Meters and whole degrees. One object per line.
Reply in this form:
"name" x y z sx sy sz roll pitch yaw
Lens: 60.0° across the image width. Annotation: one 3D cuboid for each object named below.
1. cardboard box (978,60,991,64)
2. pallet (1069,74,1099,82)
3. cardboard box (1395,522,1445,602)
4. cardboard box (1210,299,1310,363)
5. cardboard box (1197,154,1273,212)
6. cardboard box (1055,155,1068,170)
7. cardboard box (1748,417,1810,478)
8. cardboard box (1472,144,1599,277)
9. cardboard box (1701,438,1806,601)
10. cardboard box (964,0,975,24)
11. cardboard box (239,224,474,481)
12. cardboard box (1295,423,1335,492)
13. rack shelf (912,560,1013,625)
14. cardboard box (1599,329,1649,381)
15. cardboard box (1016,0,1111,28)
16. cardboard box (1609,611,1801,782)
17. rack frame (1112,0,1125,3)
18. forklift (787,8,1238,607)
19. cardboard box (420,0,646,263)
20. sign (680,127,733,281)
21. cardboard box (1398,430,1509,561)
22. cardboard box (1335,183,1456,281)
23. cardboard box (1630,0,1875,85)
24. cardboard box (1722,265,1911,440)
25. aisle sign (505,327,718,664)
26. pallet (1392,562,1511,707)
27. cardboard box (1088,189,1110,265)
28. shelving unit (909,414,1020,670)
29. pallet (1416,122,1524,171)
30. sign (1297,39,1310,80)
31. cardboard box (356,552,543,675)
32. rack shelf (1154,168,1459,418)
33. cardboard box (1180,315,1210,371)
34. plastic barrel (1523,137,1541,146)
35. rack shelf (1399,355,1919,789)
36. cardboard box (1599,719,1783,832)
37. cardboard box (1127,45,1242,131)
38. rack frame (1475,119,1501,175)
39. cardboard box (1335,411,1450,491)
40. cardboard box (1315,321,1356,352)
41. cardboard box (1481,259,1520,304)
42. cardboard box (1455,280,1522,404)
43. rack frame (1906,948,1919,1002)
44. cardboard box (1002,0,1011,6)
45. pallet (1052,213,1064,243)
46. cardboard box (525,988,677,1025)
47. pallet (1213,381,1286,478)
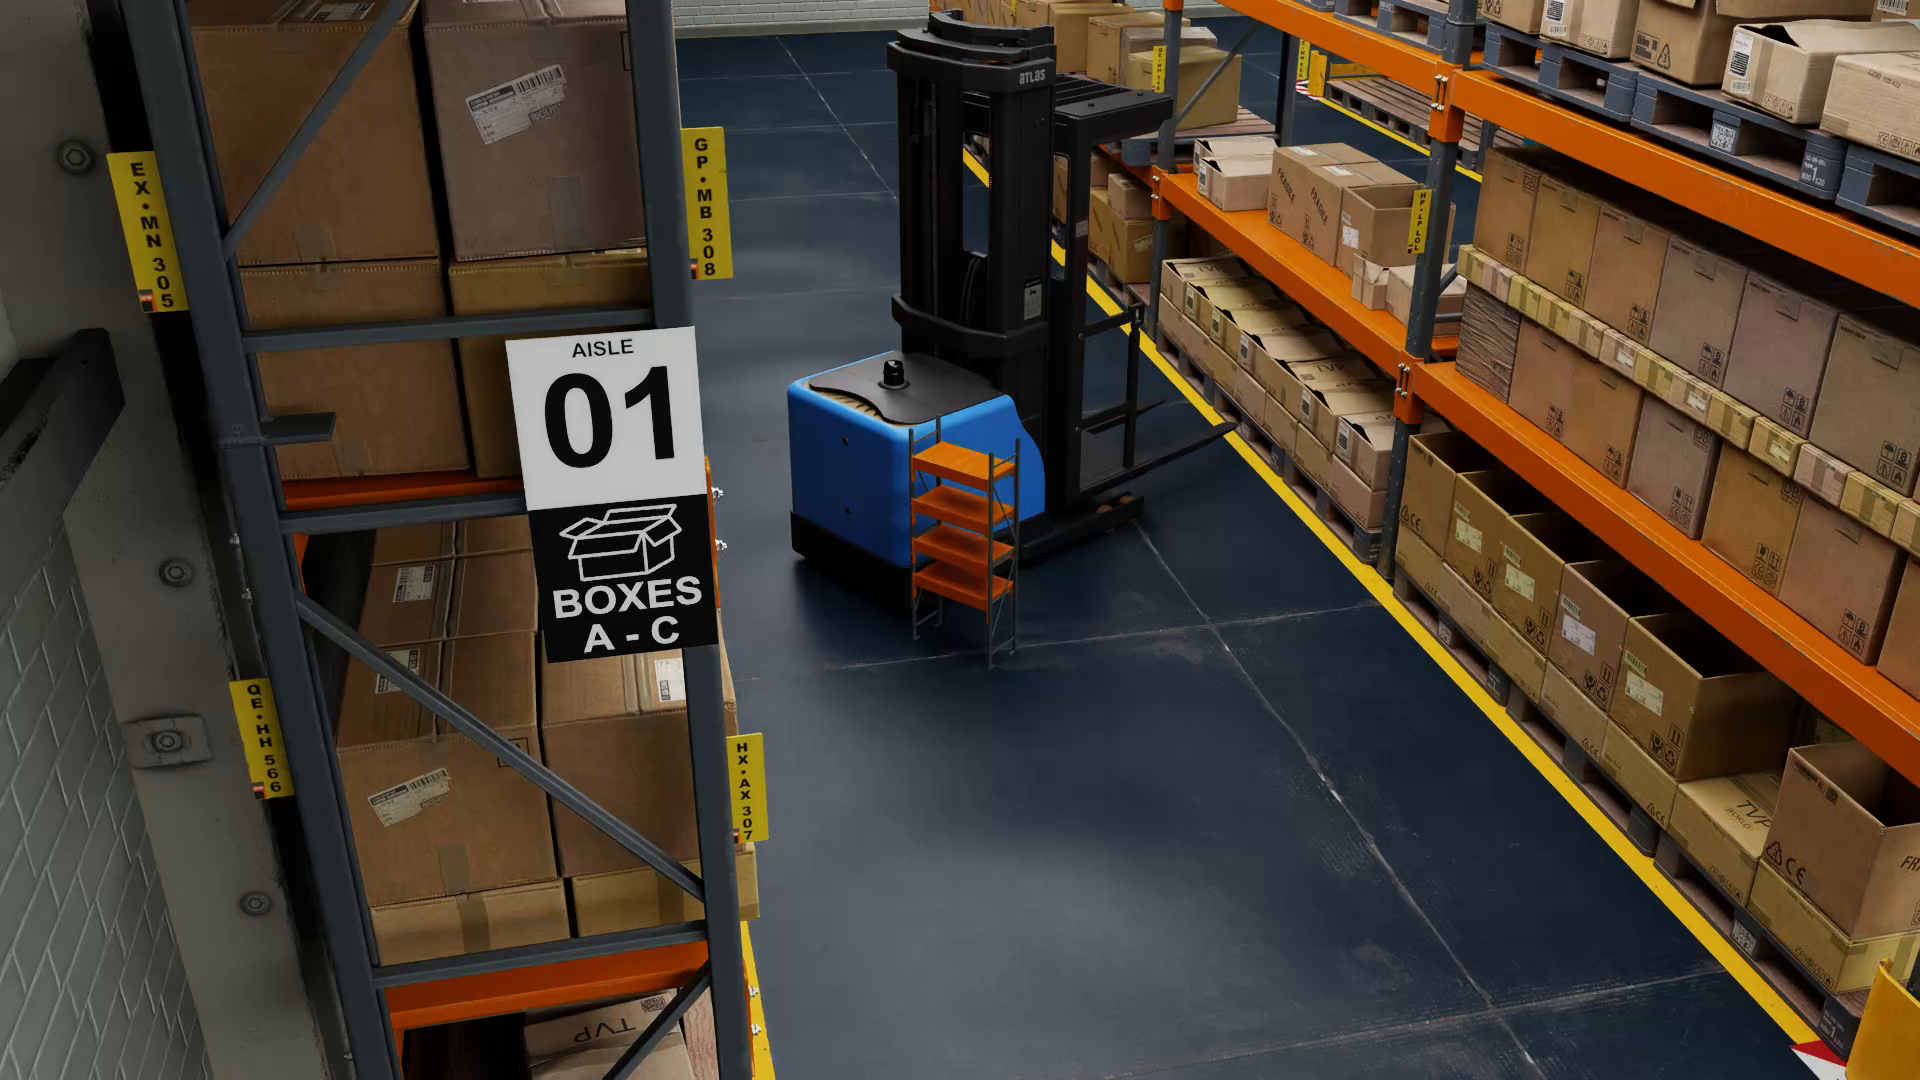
"cardboard box" 0.512 -5.322 19.251 0.500 0.500 0.500 -6 27 -12
"pallet" 1.509 -3.711 13.986 1.003 0.211 1.213 -6 27 -12
"cardboard box" 2.663 0.087 8.834 0.500 0.250 0.500 -6 27 -12
"cardboard box" 2.023 -1.440 11.237 0.500 0.311 0.500 -7 28 -13
"cardboard box" 1.965 -2.491 11.456 0.500 0.311 0.500 -6 27 -12
"cardboard box" 1.148 -3.438 14.687 0.500 0.250 0.500 -6 27 -11
"cardboard box" 3.251 -0.367 6.317 0.380 0.149 0.250 -5 27 -10
"cardboard box" 2.960 -1.617 8.074 0.700 0.500 0.500 -6 27 -11
"cardboard box" 3.433 -0.131 6.569 0.700 0.500 0.500 -6 27 -11
"cardboard box" 0.335 -5.612 17.429 0.500 0.500 0.500 -6 27 -11
"cardboard box" -1.411 -0.477 3.903 0.500 0.500 0.500 -4 27 -8
"cardboard box" 2.365 -0.522 10.041 0.500 0.250 0.500 -6 27 -12
"rack shelf" 0.020 0.252 8.508 0.480 0.148 0.258 19 32 32
"cardboard box" 3.020 -0.819 7.212 0.380 0.149 0.250 -7 28 -13
"cardboard box" 0.939 -4.701 15.157 0.700 0.500 0.500 -16 31 -29
"cardboard box" 3.104 0.631 6.924 0.500 0.500 0.500 -6 27 -12
"rack frame" 1.051 -4.699 15.731 1.000 3.000 0.127 -6 27 -12
"forklift" 0.462 -1.501 9.472 3.031 2.935 1.130 -23 35 -37
"cardboard box" -0.921 -0.959 3.750 0.500 0.500 0.500 -8 28 -15
"sign" -0.542 -0.711 3.531 0.100 0.325 0.005 -6 27 -12
"cardboard box" 2.653 -0.247 8.663 0.500 0.500 0.500 -6 27 -12
"cardboard box" 2.578 -1.802 9.880 0.500 0.500 0.500 -4 27 -8
"cardboard box" 3.102 -2.087 6.490 0.797 0.503 0.637 -3 27 -6
"cardboard box" 3.412 -0.736 6.329 0.700 0.500 0.500 -6 27 -11
"aisle sign" -0.762 -0.086 3.706 0.394 0.787 0.004 -6 27 -12
"pallet" 2.992 0.411 8.701 1.003 0.211 1.213 -6 27 -12
"cardboard box" 1.396 -2.638 13.933 0.500 0.500 0.500 -7 28 -13
"shelving unit" 0.020 0.015 8.389 0.503 1.200 0.258 19 32 32
"pallet" 5.674 -4.275 17.985 1.003 0.211 1.213 -6 27 -12
"sign" 2.492 -3.518 12.106 0.100 0.325 0.005 -6 27 -12
"cardboard box" -1.488 0.389 4.962 0.500 0.500 0.500 -6 27 -11
"rack shelf" 2.403 -1.744 10.675 1.077 0.370 4.000 -6 27 -12
"cardboard box" 1.898 -1.423 11.826 0.500 0.250 0.500 -7 28 -13
"plastic barrel" 5.983 -4.211 16.626 0.600 0.901 0.708 -6 27 -12
"rack shelf" 3.304 0.012 7.196 1.077 0.370 4.000 -6 27 -12
"cardboard box" 3.107 0.966 7.093 0.500 0.250 0.500 -6 27 -12
"cardboard box" 1.700 -3.440 12.660 0.700 0.500 0.500 -16 31 -29
"rack frame" 5.877 -5.201 16.725 1.000 3.000 0.127 -6 27 -12
"cardboard box" 2.483 -0.546 9.466 0.500 0.311 0.500 -6 27 -12
"cardboard box" 2.655 -1.279 10.918 0.500 0.311 0.500 -5 27 -10
"cardboard box" 2.782 -1.274 8.114 0.380 0.149 0.250 -6 27 -11
"cardboard box" 2.960 -1.038 8.366 0.700 0.500 0.500 -7 28 -13
"rack frame" 3.752 0.569 5.294 0.949 2.616 0.053 -6 27 -12
"cardboard box" 0.684 -5.386 15.871 0.500 0.500 0.500 -6 27 -11
"pallet" 1.271 -3.101 15.660 1.003 0.211 1.213 -6 27 -12
"cardboard box" -1.267 1.514 5.917 0.500 0.311 0.500 -4 27 -7
"pallet" 2.371 -0.799 11.098 1.003 0.211 1.213 -6 27 -12
